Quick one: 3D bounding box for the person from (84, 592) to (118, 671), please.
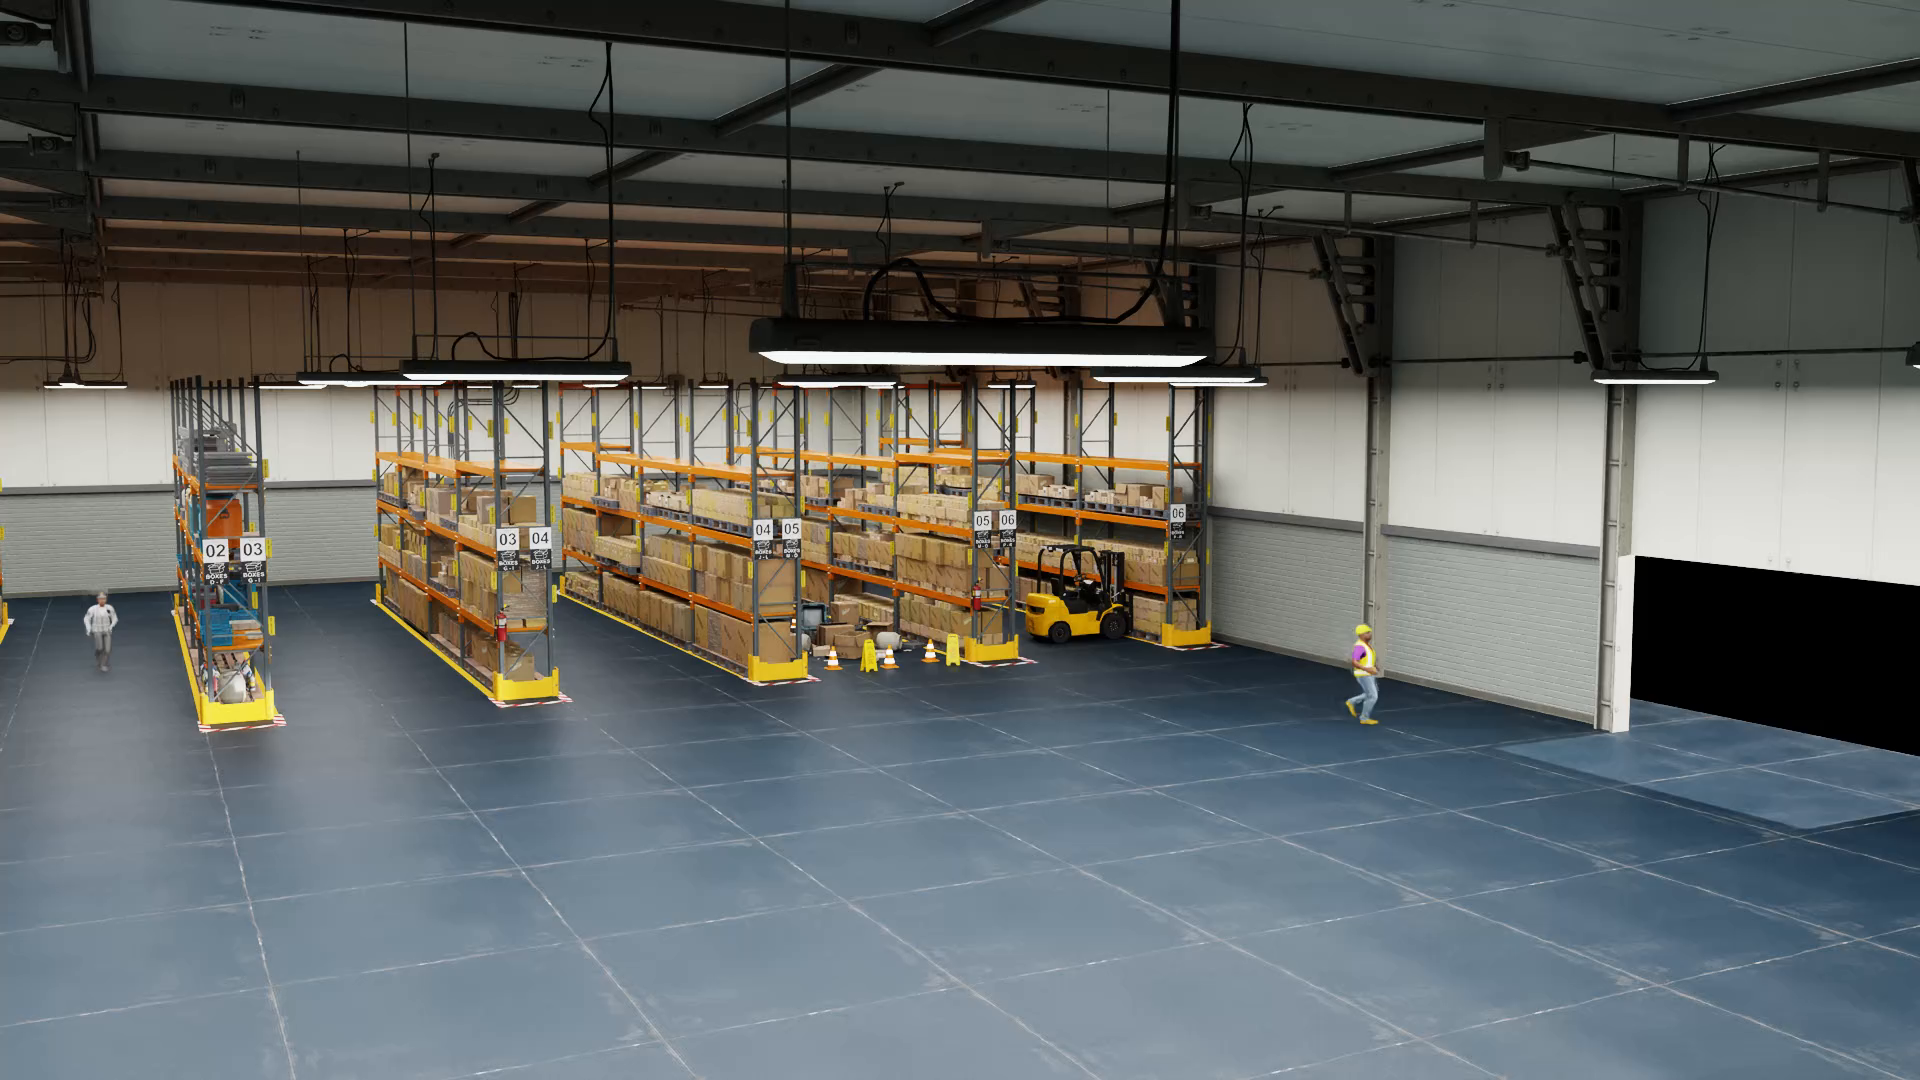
[{"bbox_3d":[-17.557,1.882,34.041,0.603,1.638,0.575,-4,6,-35],"label":"person"}]

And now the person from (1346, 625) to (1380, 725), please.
[{"bbox_3d":[6.945,2.316,28.685,0.609,1.717,0.698,3,6,27],"label":"person"}]

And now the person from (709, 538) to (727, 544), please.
[{"bbox_3d":[-7.315,0.349,50.869,0.796,1.771,0.662,-1,5,-8],"label":"person"}]
